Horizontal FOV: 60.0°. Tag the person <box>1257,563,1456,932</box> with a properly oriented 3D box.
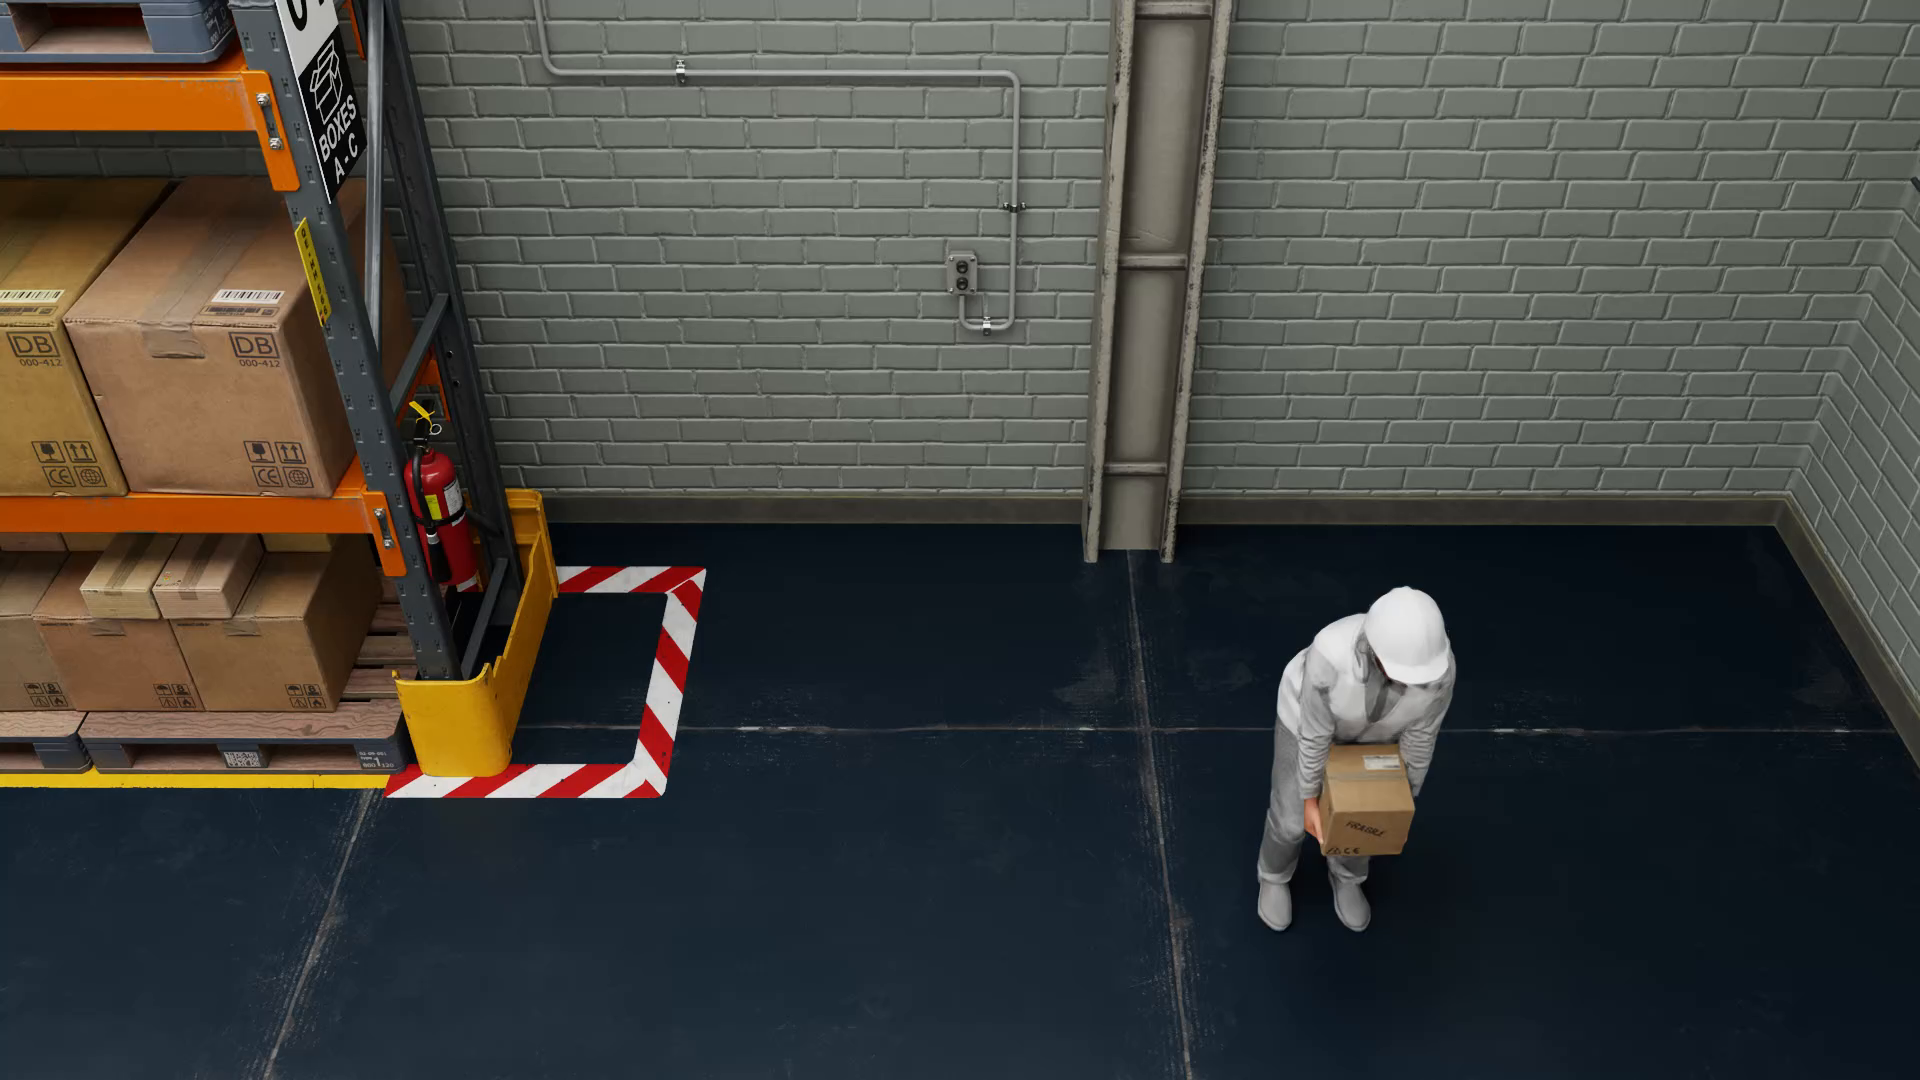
[{"bbox_3d":[1.272,0.670,5.361,0.475,1.722,0.615,-1,39,-1],"label":"person"}]
